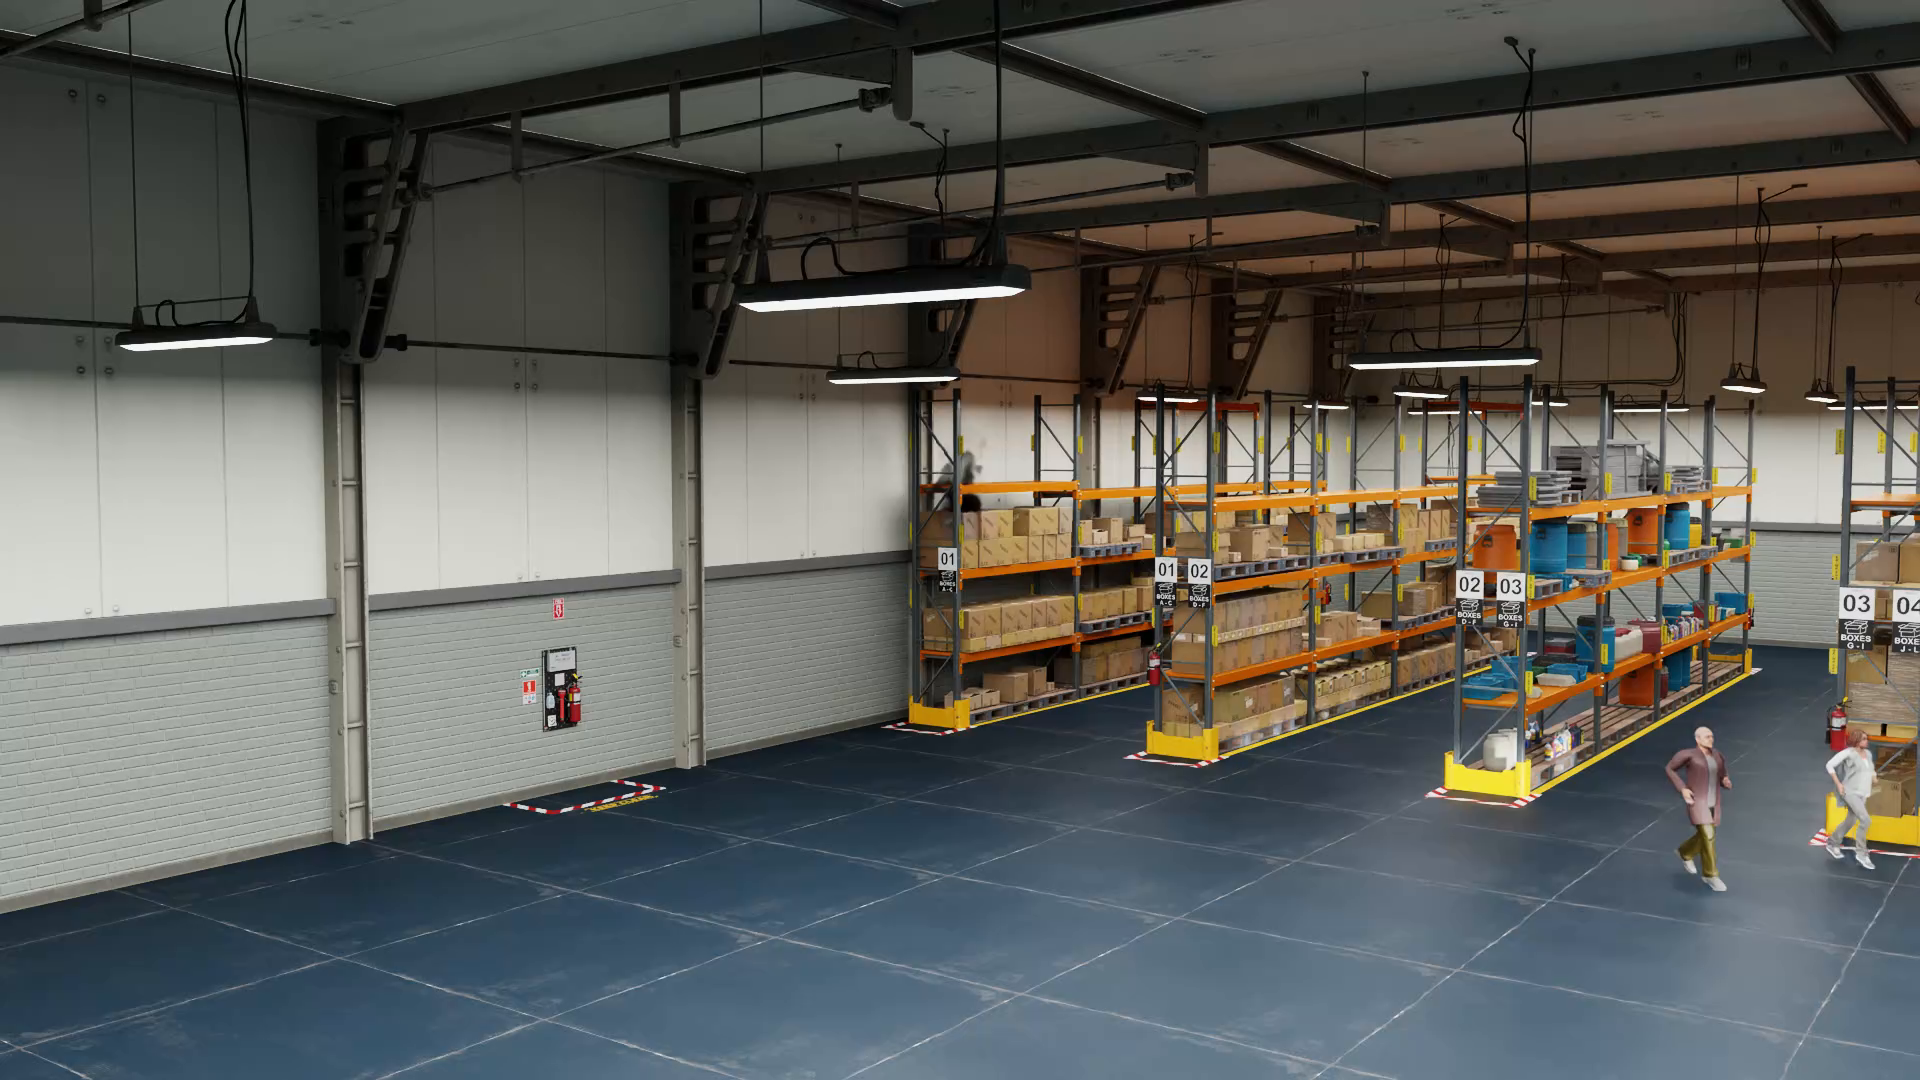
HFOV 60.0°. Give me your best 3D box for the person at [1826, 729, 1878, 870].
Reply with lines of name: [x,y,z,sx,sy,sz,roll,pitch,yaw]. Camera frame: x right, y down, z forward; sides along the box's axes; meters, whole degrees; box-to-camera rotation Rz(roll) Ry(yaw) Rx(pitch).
person: [10.689,3.056,19.849,0.529,1.604,0.697,-2,4,-25]

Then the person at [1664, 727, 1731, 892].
person: [8.462,3.023,18.996,0.705,1.794,0.921,-1,3,-18]
